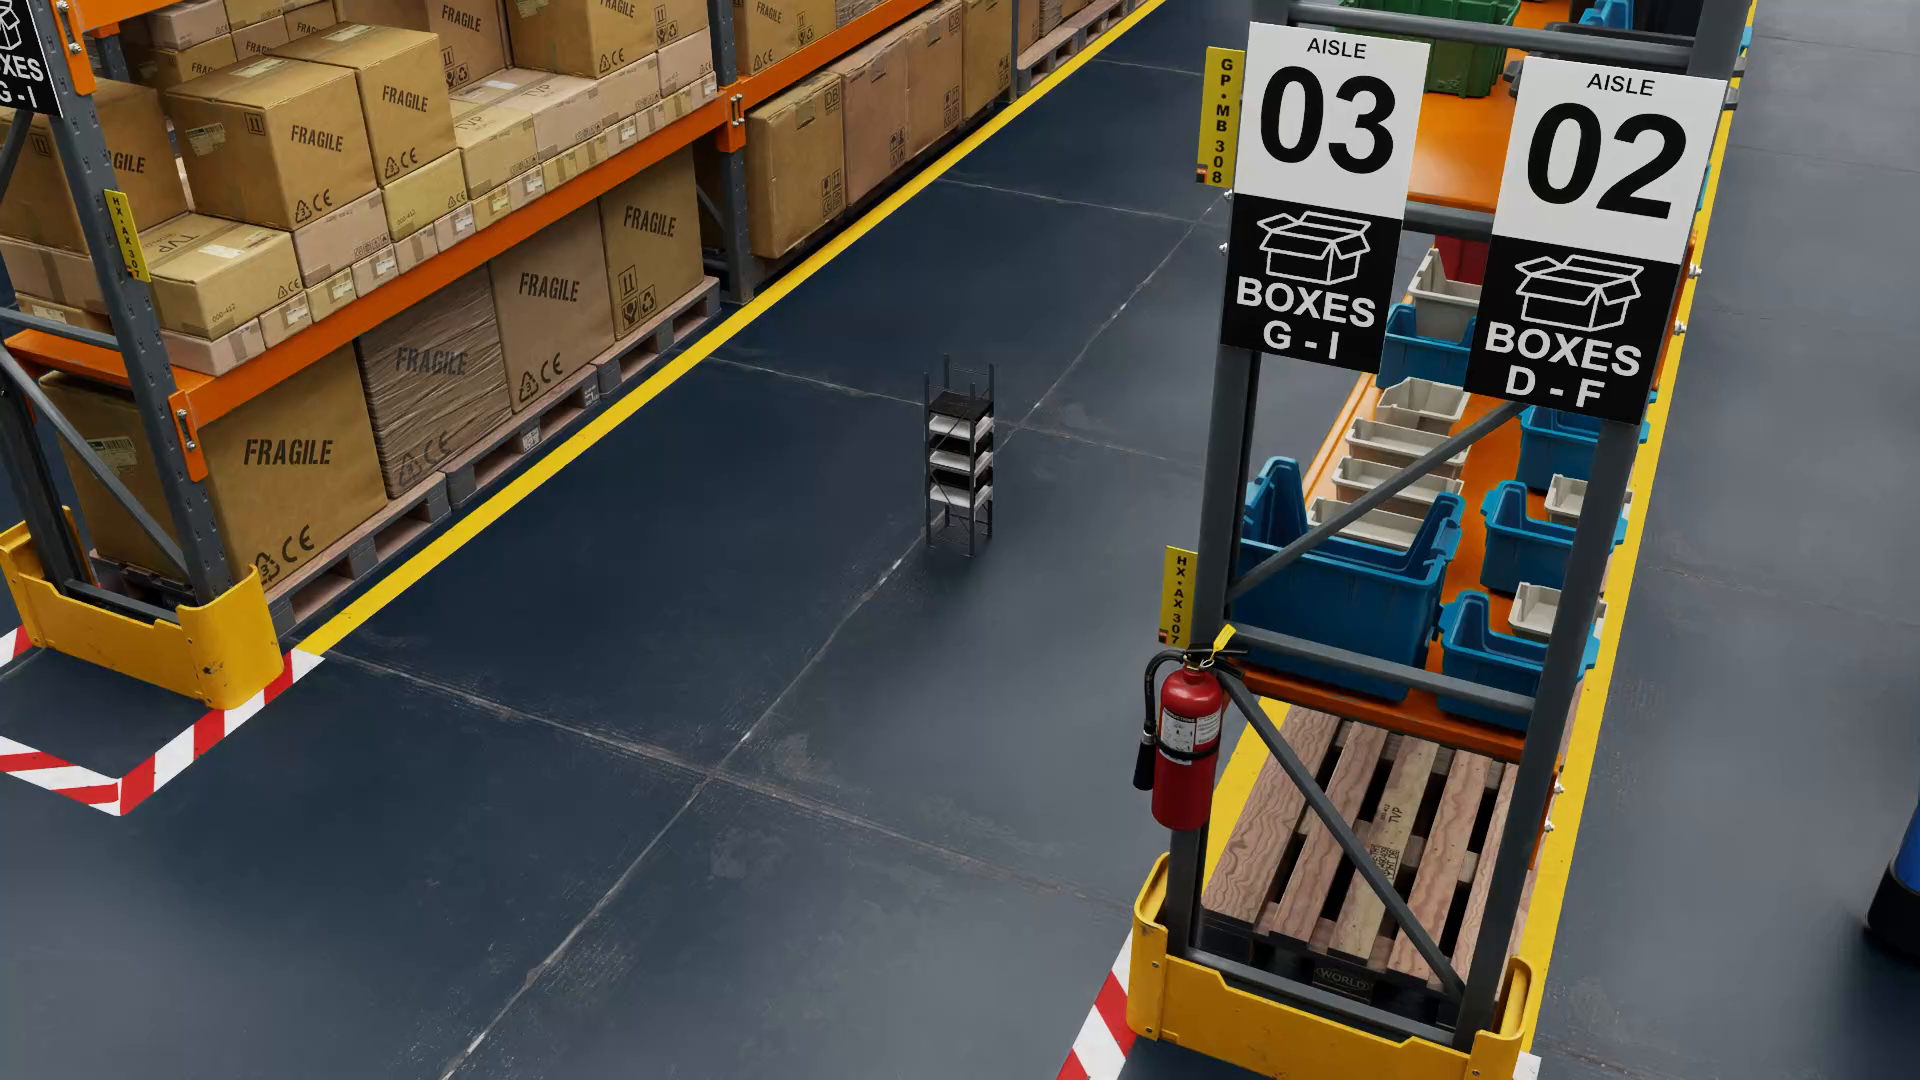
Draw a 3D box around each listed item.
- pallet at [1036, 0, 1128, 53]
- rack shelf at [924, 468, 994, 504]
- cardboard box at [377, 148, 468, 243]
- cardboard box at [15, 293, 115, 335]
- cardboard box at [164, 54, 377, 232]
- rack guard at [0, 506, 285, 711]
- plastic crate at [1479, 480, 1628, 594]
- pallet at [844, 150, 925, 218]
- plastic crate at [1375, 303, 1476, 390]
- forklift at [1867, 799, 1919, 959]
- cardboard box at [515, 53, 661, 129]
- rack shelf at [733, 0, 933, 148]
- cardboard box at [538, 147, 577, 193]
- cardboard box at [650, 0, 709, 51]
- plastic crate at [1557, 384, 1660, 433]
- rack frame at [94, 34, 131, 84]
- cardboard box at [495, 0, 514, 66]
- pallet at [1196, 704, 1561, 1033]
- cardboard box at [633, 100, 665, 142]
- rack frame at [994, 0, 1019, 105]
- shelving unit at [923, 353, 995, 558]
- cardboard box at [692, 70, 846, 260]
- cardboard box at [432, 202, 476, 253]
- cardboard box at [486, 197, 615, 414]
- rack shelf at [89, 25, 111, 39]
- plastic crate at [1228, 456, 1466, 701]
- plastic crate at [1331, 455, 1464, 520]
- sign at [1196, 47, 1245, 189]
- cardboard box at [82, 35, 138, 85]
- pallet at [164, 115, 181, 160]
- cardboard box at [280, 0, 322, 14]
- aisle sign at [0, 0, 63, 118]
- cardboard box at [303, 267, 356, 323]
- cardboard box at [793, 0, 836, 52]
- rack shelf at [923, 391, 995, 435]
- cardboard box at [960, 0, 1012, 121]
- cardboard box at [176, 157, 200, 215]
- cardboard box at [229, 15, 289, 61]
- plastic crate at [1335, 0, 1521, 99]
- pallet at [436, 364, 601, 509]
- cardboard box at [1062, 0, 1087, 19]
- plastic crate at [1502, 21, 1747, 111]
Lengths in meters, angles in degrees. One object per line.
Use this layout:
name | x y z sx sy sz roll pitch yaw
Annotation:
pallet | 0.804 -4.598 14.570 1.003 0.211 1.213 14 36 20
rack shelf | -0.003 -0.269 7.565 0.258 0.077 0.200 14 36 20
cardboard box | -2.512 -1.534 7.220 0.500 0.250 0.500 13 35 19
cardboard box | -3.533 -0.934 6.667 0.380 0.149 0.250 15 36 21
cardboard box | -2.728 -1.587 6.617 0.500 0.500 0.500 13 36 19
rack guard | -3.393 0.271 6.880 1.175 0.500 0.348 14 36 20
plastic crate | 1.793 0.020 5.082 0.416 0.233 0.300 14 36 20
pallet | -0.946 -2.623 11.558 1.003 0.211 1.213 14 36 20
plastic crate | 1.742 -0.686 6.159 0.416 0.233 0.300 14 36 20
forklift | 4.470 -0.246 5.452 1.130 2.935 3.031 28 43 36
cardboard box | -1.870 -2.301 8.390 0.500 0.250 0.500 15 36 22
rack shelf | -0.873 -3.473 10.967 1.077 0.370 4.000 14 36 20
cardboard box | -2.077 -1.806 7.998 0.380 0.149 0.250 14 36 20
cardboard box | -1.659 -2.863 8.562 0.500 0.500 0.500 15 36 22
plastic crate | 2.194 -0.457 5.810 0.416 0.233 0.300 14 36 20
rack frame | -6.172 -3.966 11.063 1.000 3.000 0.127 14 36 20
cardboard box | -2.355 -2.730 8.359 0.500 0.500 0.500 14 36 20
pallet | 1.496 1.115 5.857 1.003 0.211 1.213 14 36 20
cardboard box | -1.754 -2.190 8.583 0.380 0.149 0.250 14 36 20
rack frame | -0.036 -4.770 12.289 1.000 3.000 0.127 14 36 20
shelving unit | -0.003 -0.372 7.497 0.258 0.900 0.210 14 36 20
cardboard box | -1.460 -2.388 10.212 1.225 0.875 0.875 14 36 21
cardboard box | -2.399 -1.423 7.413 0.380 0.149 0.250 14 36 20
cardboard box | -2.435 -1.306 8.562 0.875 0.875 0.875 14 36 20
rack shelf | -7.009 -2.669 9.741 1.077 0.370 4.000 14 36 20
plastic crate | 1.086 0.101 4.774 0.616 0.435 0.499 14 36 20
plastic crate | 1.427 -0.153 5.434 0.396 0.136 0.243 14 36 20
sign | 0.609 -0.978 3.866 0.100 0.325 0.005 14 36 20
cardboard box | -6.091 -3.523 12.284 0.500 0.500 0.500 13 36 20
pallet | -5.848 -3.188 12.420 1.003 0.211 1.213 14 36 20
cardboard box | -5.185 -4.236 12.688 0.500 0.250 0.500 16 36 22
aisle sign | -3.141 -1.768 5.340 0.394 0.787 0.004 14 36 20
cardboard box | -2.722 -1.038 6.826 0.380 0.149 0.250 13 36 19
cardboard box | -1.080 -3.242 9.868 0.500 0.500 0.500 14 36 21
rack shelf | -0.003 -0.570 7.367 0.258 0.077 0.200 14 36 20
cardboard box | -0.344 -3.718 12.240 1.225 0.875 0.875 13 35 18
cardboard box | -3.208 -1.402 7.018 0.500 0.250 0.500 14 36 20
cardboard box | -5.402 -3.668 12.504 0.500 0.500 0.500 16 36 23
plastic crate | 1.269 -1.372 4.565 0.450 0.188 0.336 14 36 20
pallet | -2.608 -0.641 8.536 1.003 0.211 1.213 14 36 20
cardboard box | 0.678 -4.810 14.229 0.700 0.500 0.500 17 37 24
plastic crate | 1.530 -0.977 3.888 0.497 0.269 0.590 14 36 20
